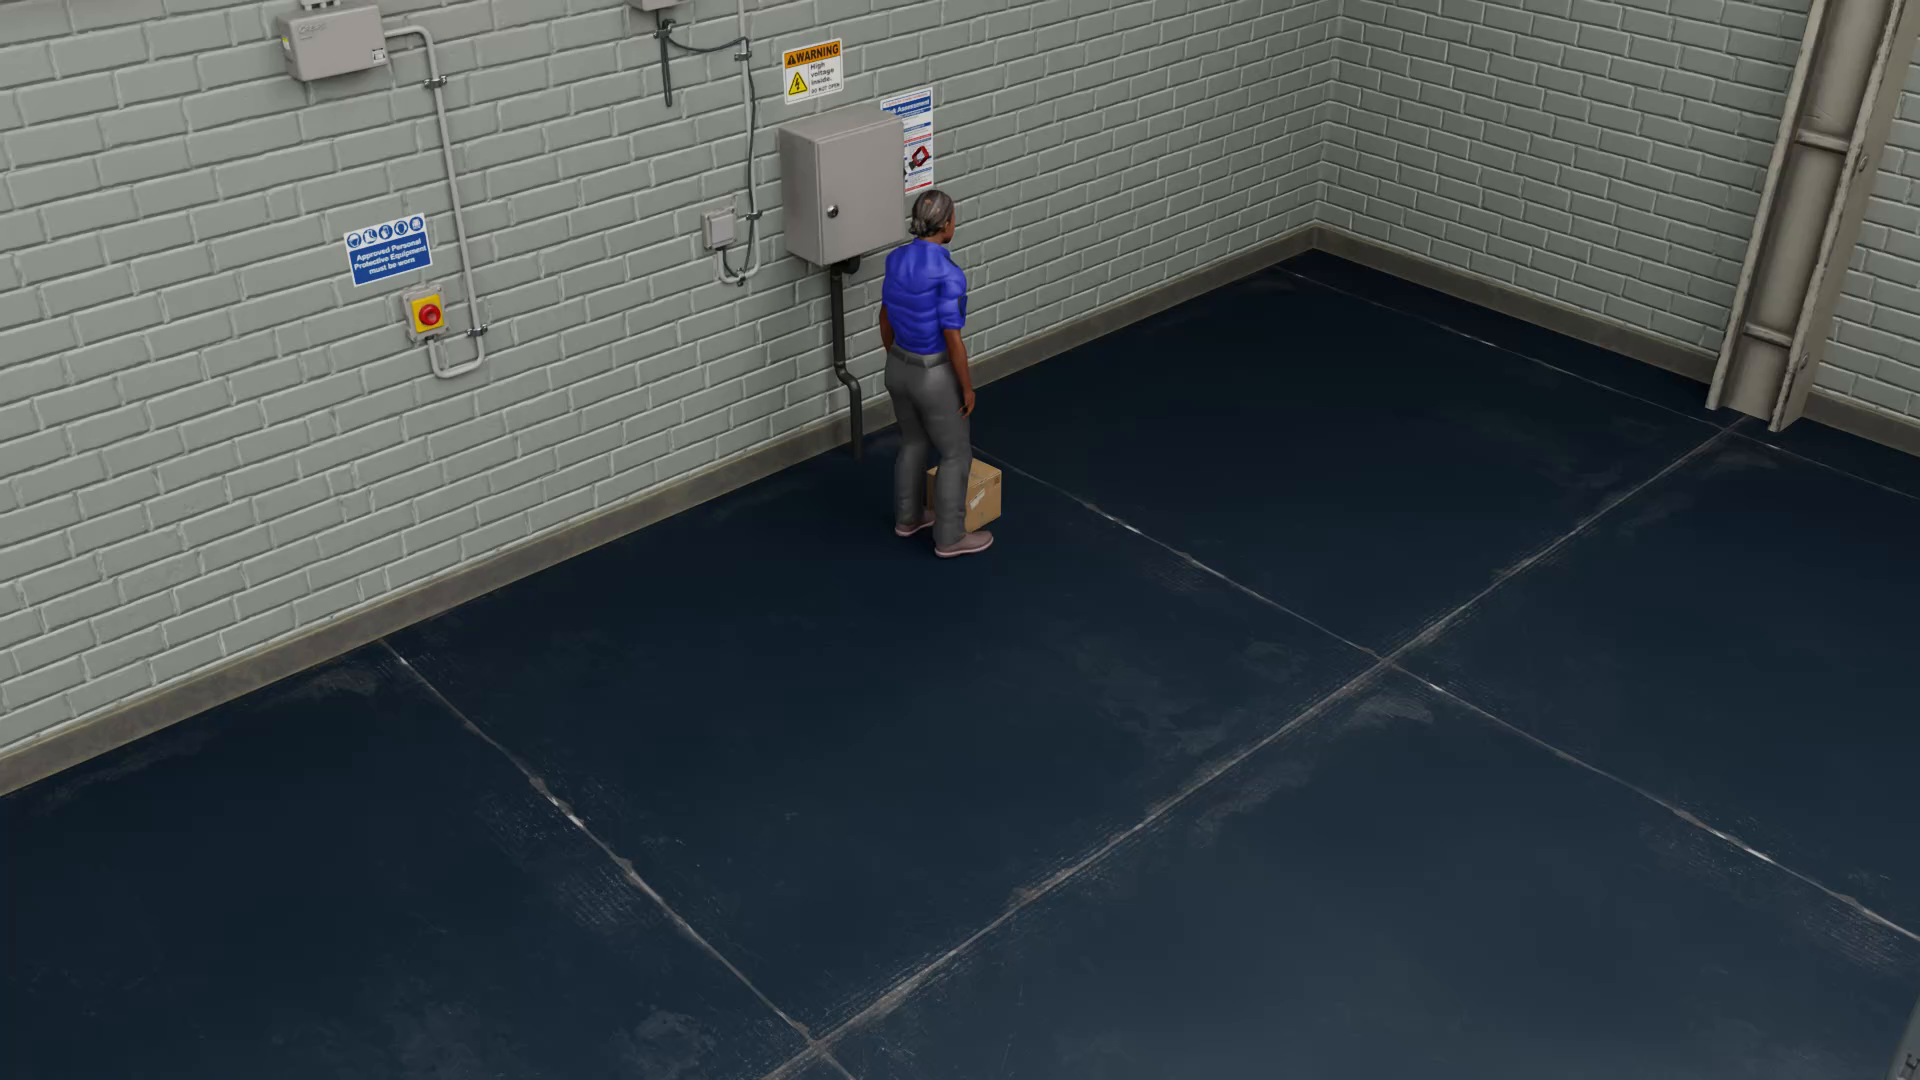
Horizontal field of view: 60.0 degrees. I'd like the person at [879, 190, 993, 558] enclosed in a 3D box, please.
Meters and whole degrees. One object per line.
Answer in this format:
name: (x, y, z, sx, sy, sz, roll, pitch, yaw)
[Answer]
person: (-0.126, -0.716, 7.290, 0.523, 1.653, 0.348, 27, 41, 36)
